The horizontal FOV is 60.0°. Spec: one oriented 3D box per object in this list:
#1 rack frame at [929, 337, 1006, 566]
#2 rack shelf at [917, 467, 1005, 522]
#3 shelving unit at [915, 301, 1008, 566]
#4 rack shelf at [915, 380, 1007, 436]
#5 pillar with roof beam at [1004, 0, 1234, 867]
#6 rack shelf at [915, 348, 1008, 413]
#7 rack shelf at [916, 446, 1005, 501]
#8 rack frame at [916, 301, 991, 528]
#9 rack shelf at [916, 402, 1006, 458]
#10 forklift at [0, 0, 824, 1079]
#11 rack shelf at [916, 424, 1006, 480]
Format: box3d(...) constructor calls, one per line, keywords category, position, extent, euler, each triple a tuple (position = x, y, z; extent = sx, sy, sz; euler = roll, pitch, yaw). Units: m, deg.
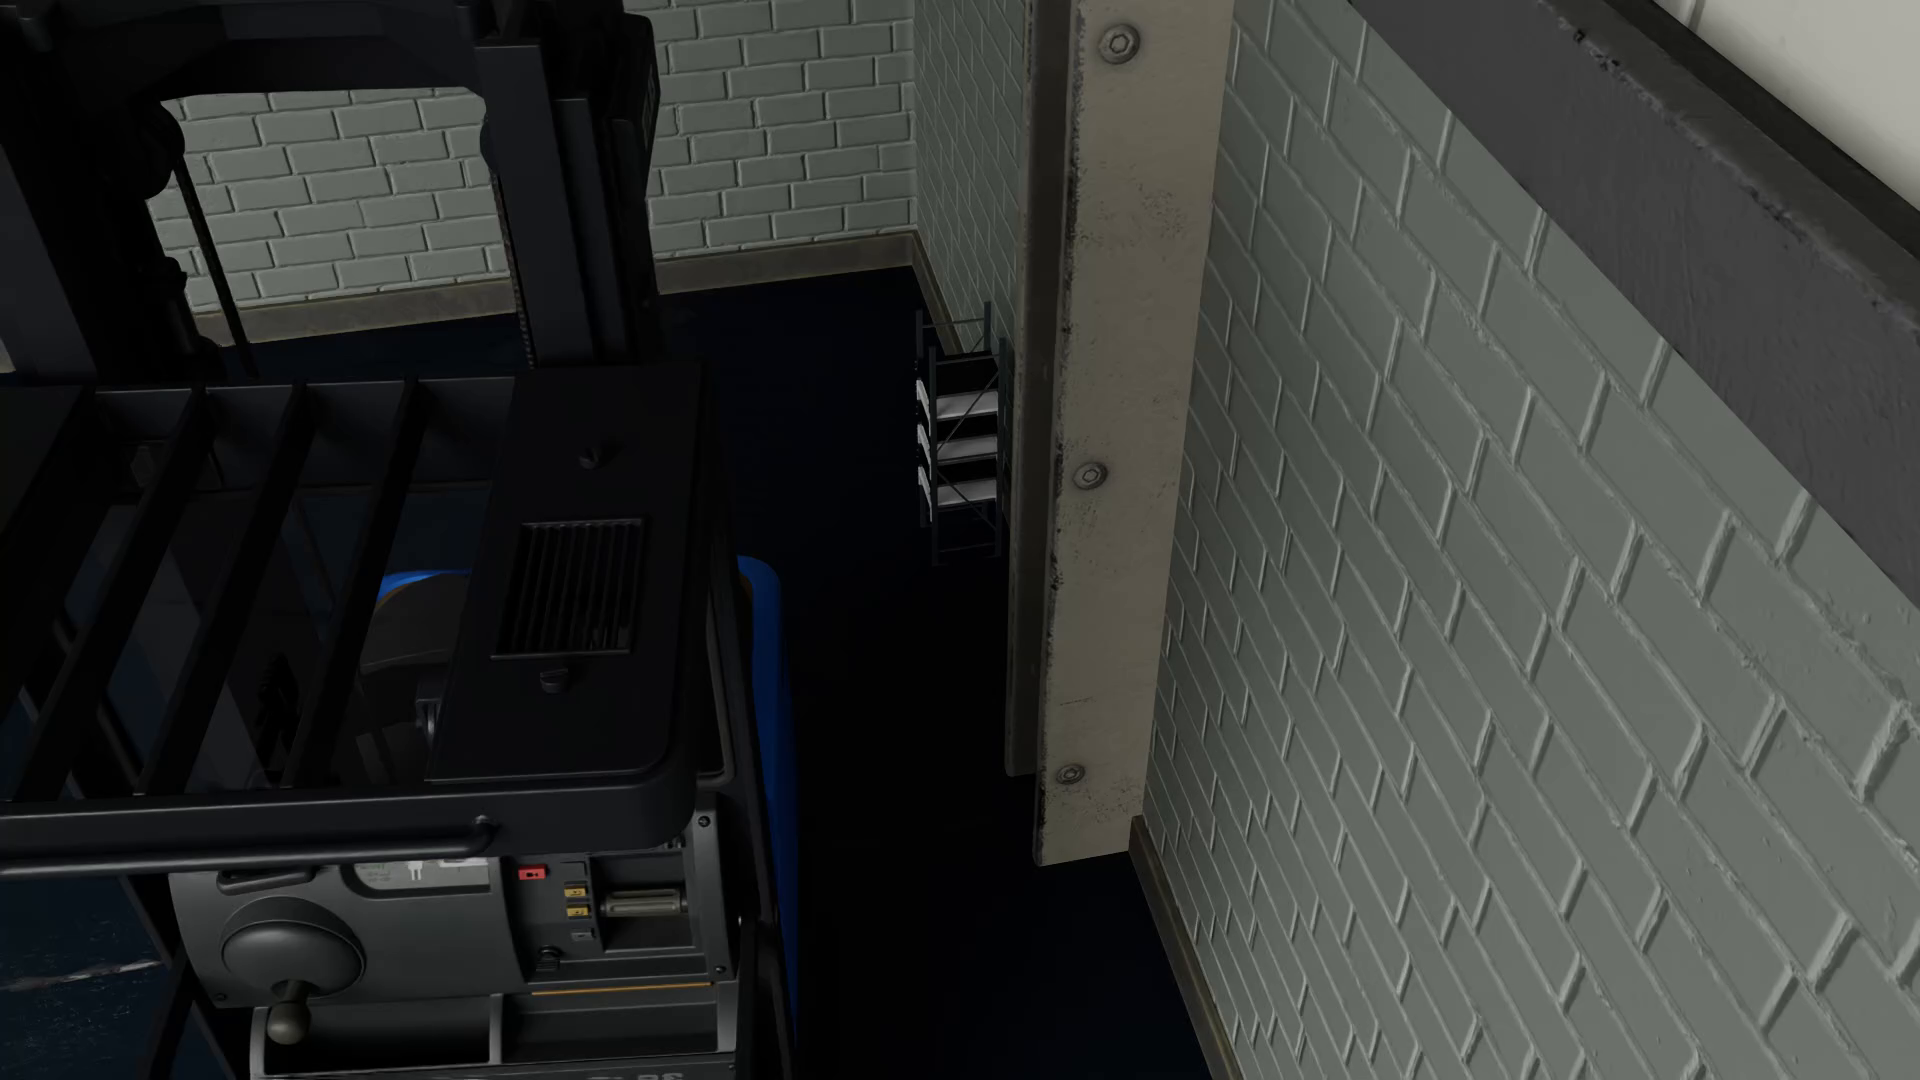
box3d(category="rack frame", position=(0.024, -0.265, 5.371), extent=(0.240, 0.900, 0.006), euler=(-8, 42, -9))
box3d(category="rack shelf", position=(0.002, -0.172, 5.587), extent=(0.258, 0.077, 0.200), euler=(-8, 42, -9))
box3d(category="shelving unit", position=(0.002, -0.331, 5.445), extent=(0.258, 0.900, 0.210), euler=(-8, 42, -9))
box3d(category="rack shelf", position=(0.002, -0.441, 5.348), extent=(0.258, 0.077, 0.200), euler=(-8, 42, -9))
box3d(category="pillar with roof beam", position=(-3.880, -1.974, 1.195), extent=(9.100, 9.000, 0.400), euler=(-8, 42, -9))
box3d(category="rack shelf", position=(0.002, -0.508, 5.288), extent=(0.258, 0.077, 0.200), euler=(-8, 42, -9))
box3d(category="rack shelf", position=(0.002, -0.239, 5.527), extent=(0.258, 0.077, 0.200), euler=(-8, 42, -9))
box3d(category="rack frame", position=(-0.020, -0.397, 5.520), extent=(0.240, 0.900, 0.006), euler=(-8, 42, -9))
box3d(category="rack shelf", position=(0.002, -0.374, 5.408), extent=(0.258, 0.077, 0.200), euler=(-8, 42, -9))
box3d(category="forklift", position=(-0.860, 0.735, 2.714), extent=(1.130, 2.935, 3.031), euler=(-2, 42, -3))
box3d(category="rack shelf", position=(0.002, -0.306, 5.467), extent=(0.258, 0.077, 0.200), euler=(-8, 42, -9))
